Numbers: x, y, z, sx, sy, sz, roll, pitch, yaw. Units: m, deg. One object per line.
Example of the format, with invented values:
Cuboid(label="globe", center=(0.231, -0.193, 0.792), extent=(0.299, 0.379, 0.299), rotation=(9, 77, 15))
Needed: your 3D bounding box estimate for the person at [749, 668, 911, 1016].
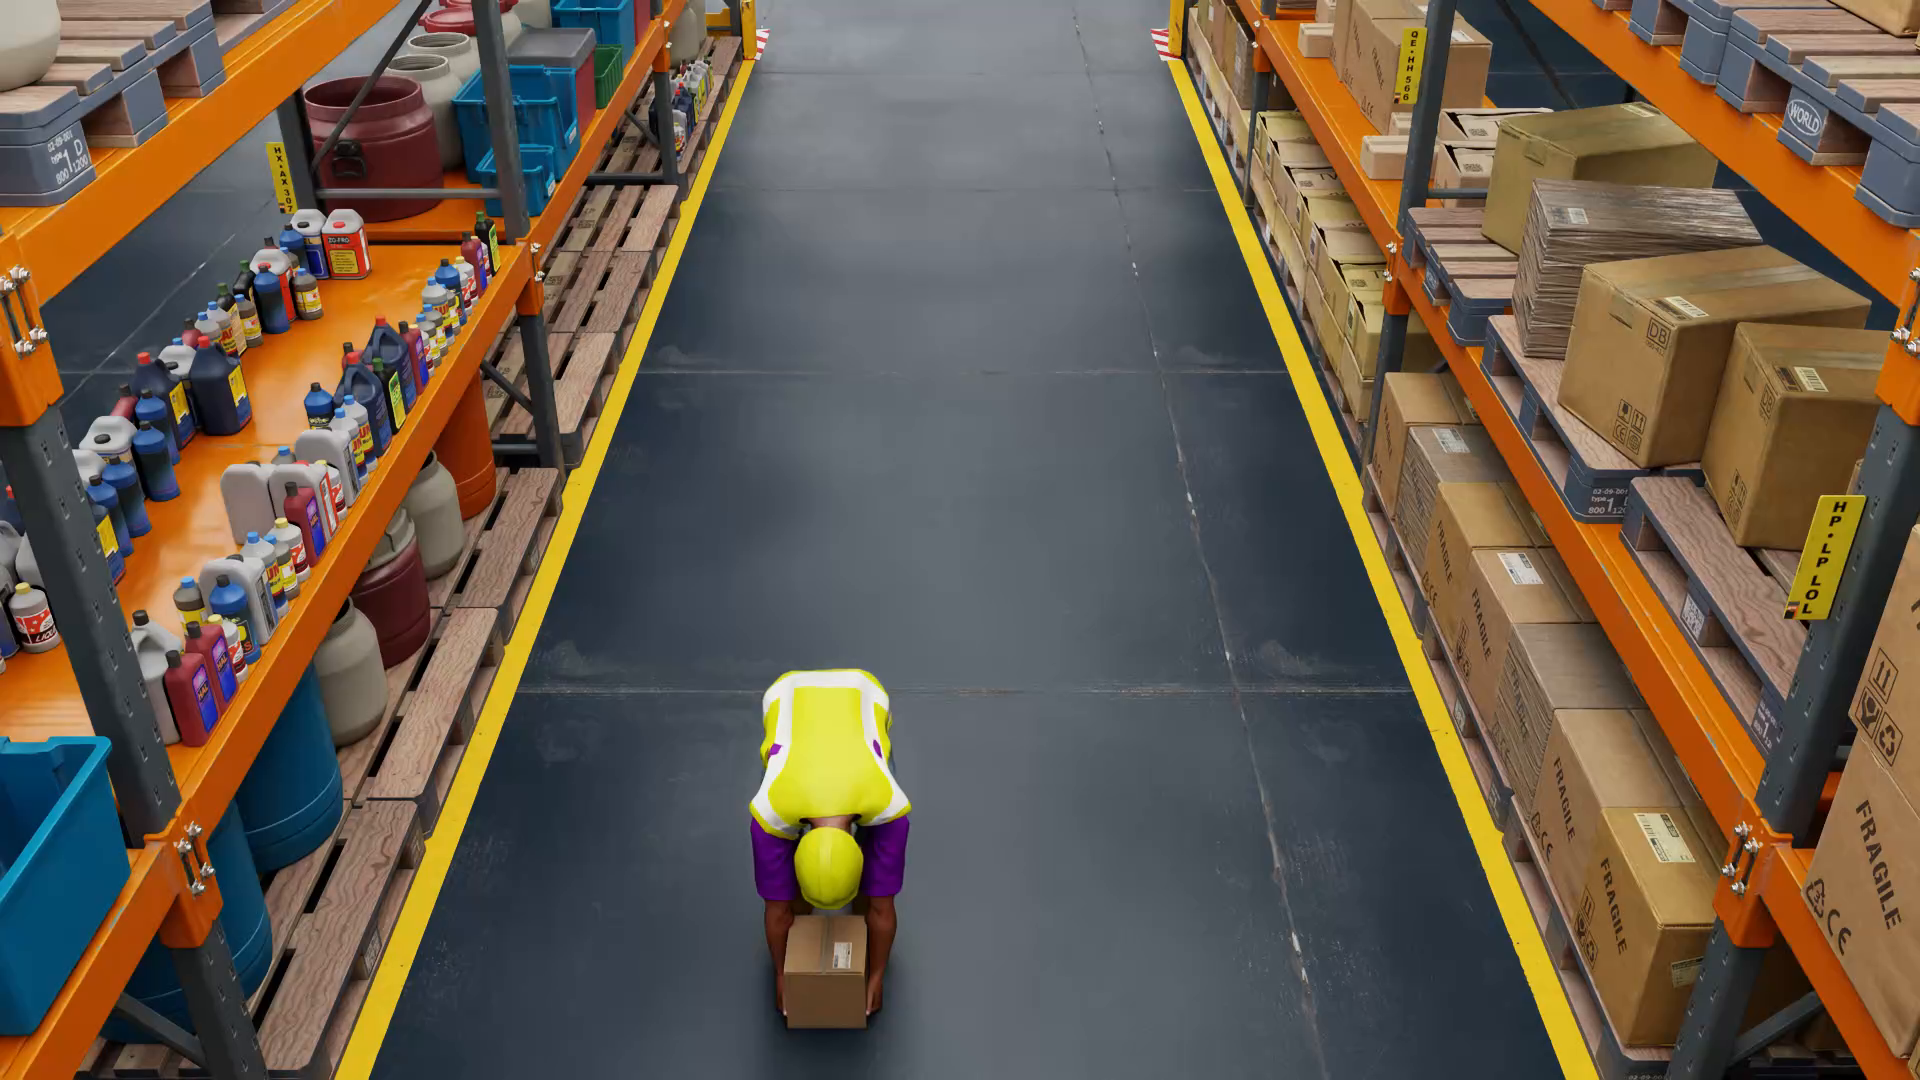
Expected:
Cuboid(label="person", center=(-0.415, 0.958, 5.415), extent=(0.512, 0.885, 0.979), rotation=(-1, 31, -2))
